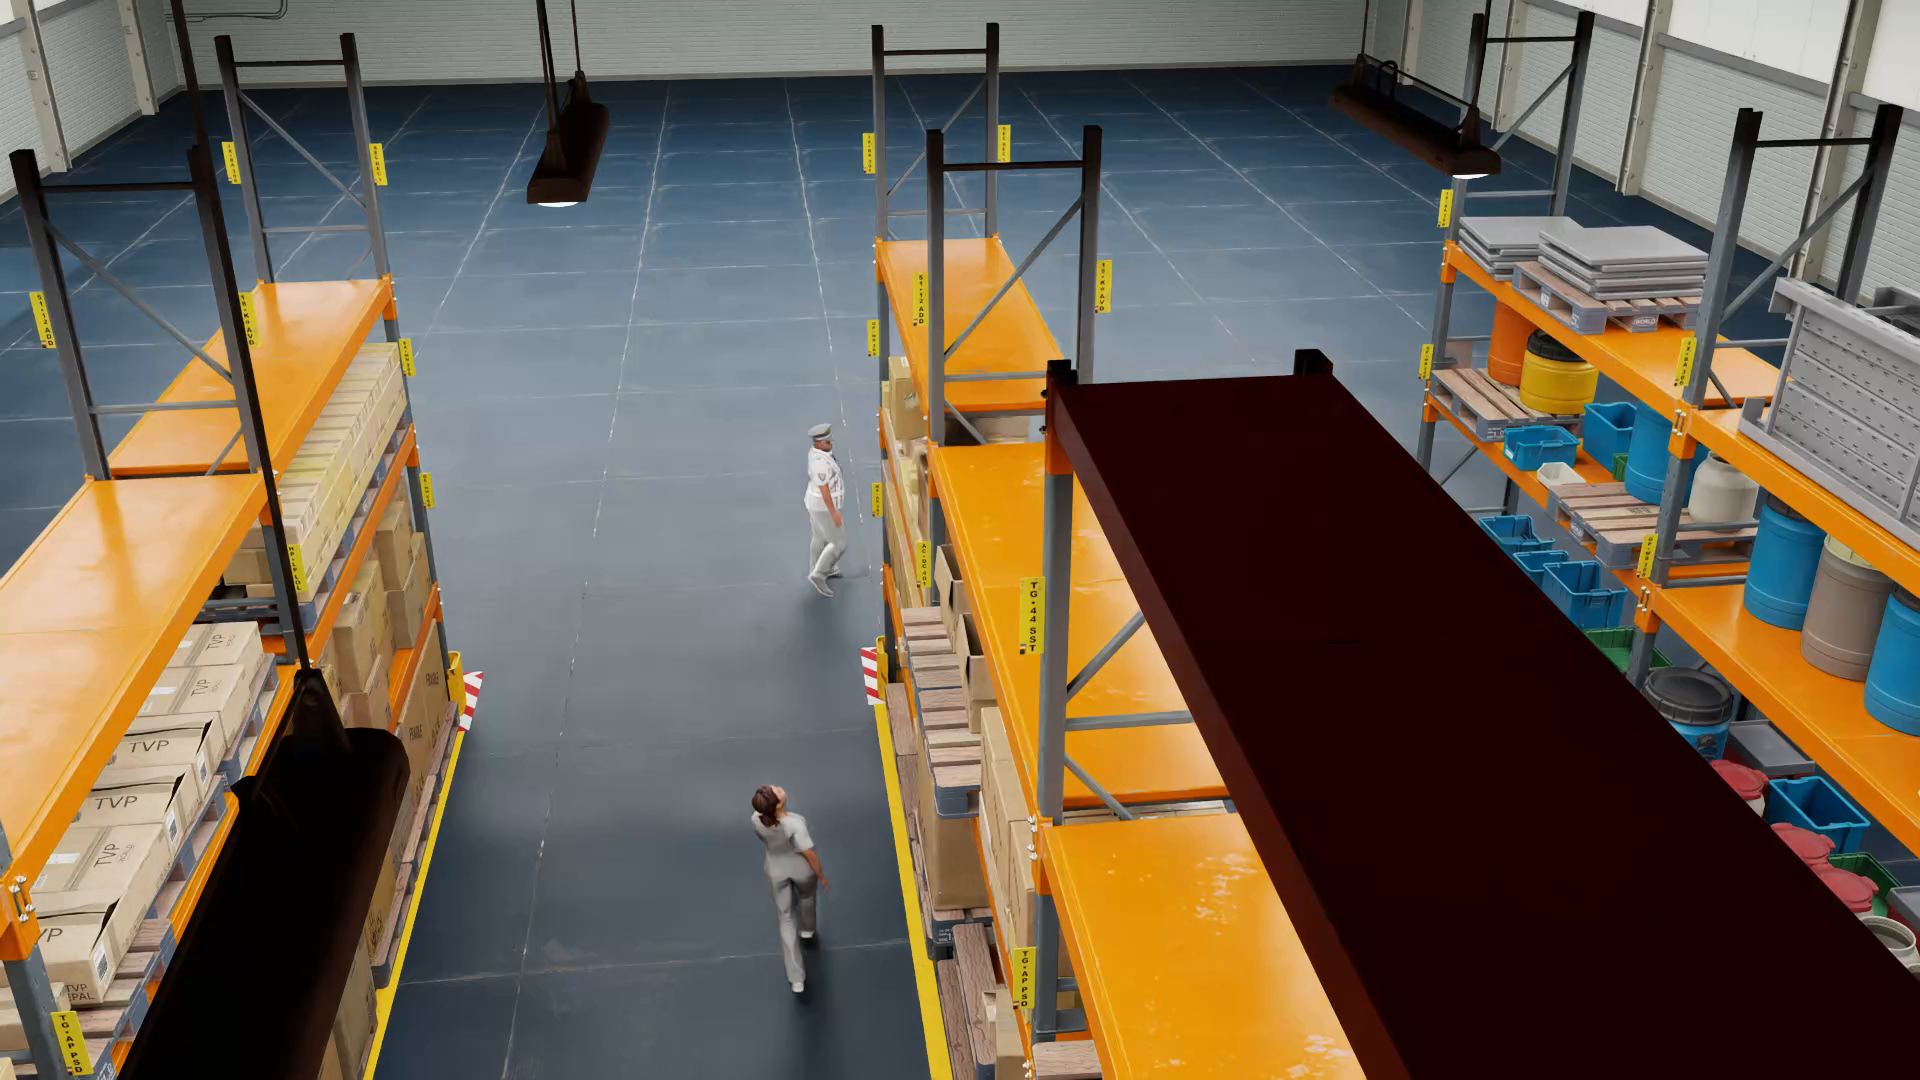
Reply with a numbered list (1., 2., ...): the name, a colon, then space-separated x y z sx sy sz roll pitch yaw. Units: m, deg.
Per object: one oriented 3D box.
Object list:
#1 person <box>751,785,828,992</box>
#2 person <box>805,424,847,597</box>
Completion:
1. person: -1.196 2.346 11.777 0.515 1.630 0.933 -2 26 -4
2. person: -1.387 -0.331 17.143 0.411 1.779 0.628 -7 26 -14
